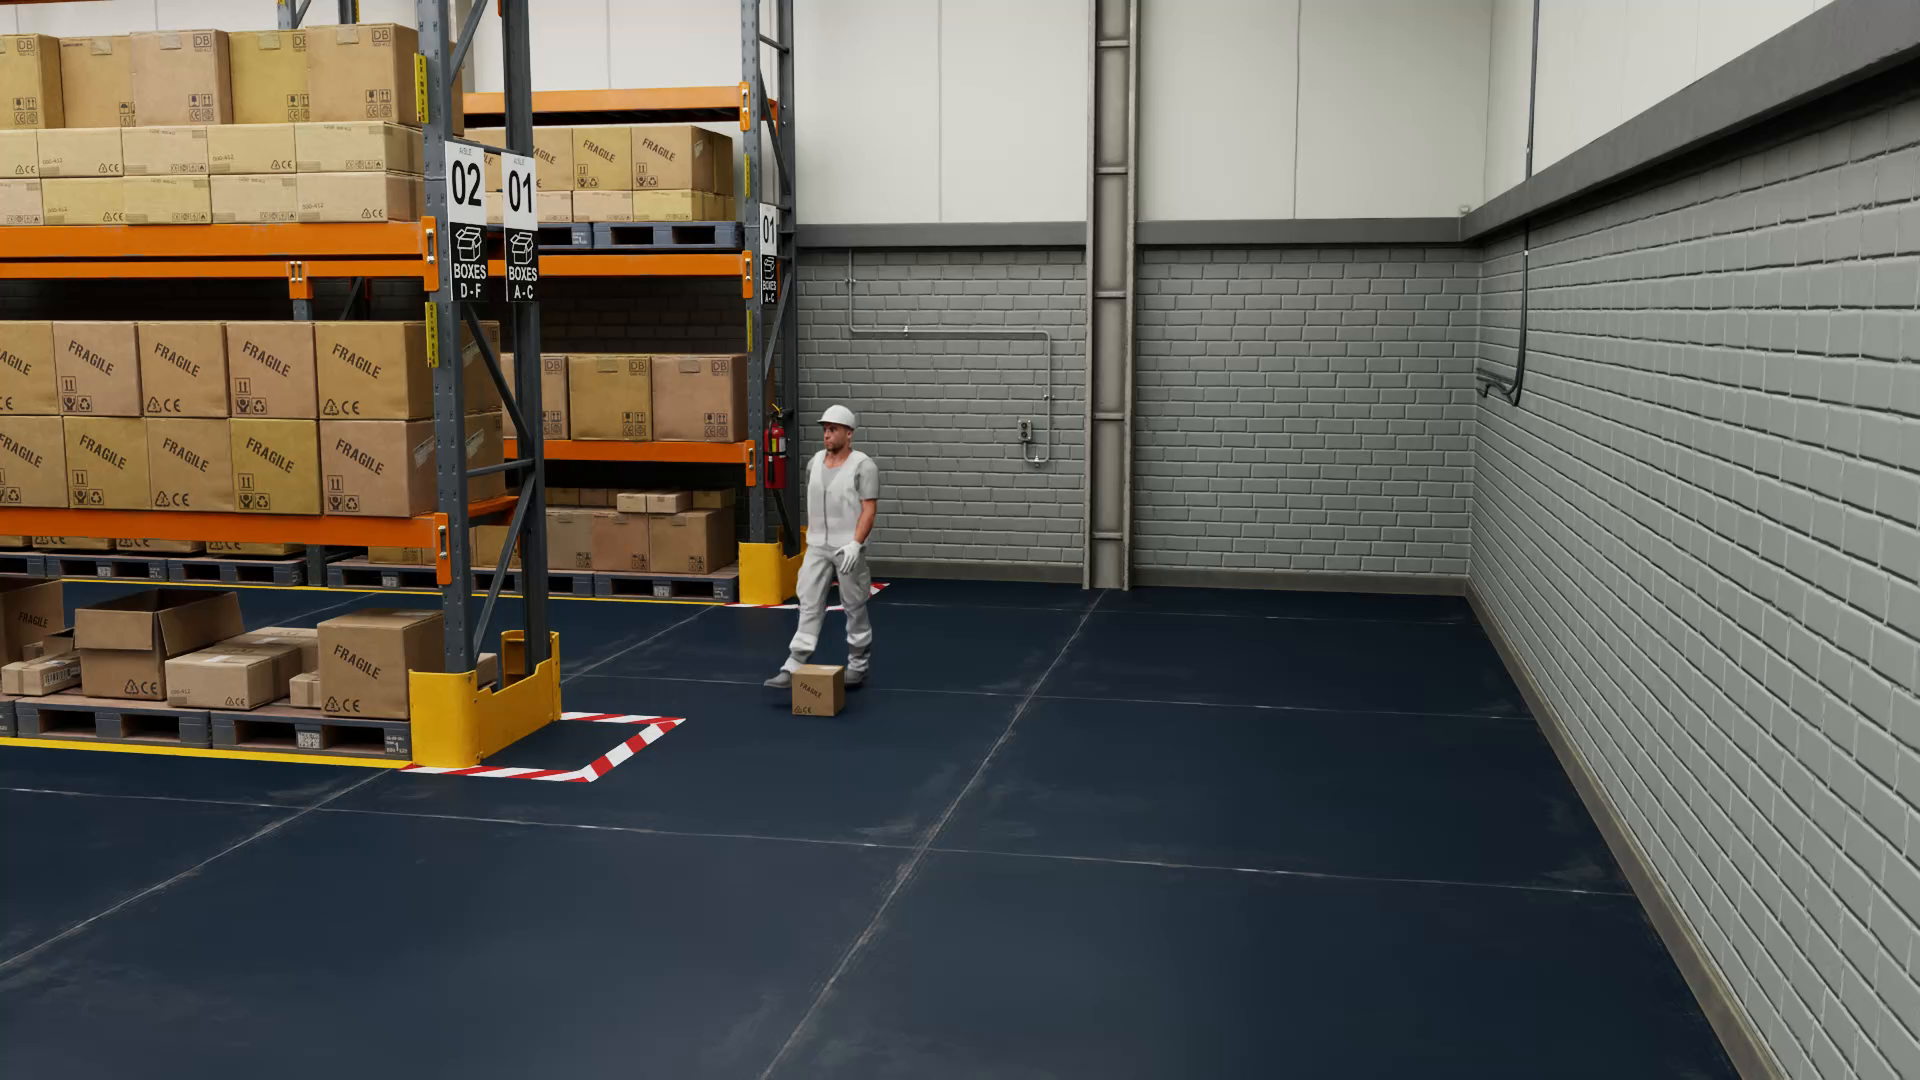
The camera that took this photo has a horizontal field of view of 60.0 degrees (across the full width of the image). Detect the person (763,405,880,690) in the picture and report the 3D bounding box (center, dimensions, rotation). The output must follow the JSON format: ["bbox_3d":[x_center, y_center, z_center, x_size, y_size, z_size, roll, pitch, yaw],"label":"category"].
[{"bbox_3d":[-0.802,0.068,10.093,0.552,1.752,0.950,3,8,22],"label":"person"}]
